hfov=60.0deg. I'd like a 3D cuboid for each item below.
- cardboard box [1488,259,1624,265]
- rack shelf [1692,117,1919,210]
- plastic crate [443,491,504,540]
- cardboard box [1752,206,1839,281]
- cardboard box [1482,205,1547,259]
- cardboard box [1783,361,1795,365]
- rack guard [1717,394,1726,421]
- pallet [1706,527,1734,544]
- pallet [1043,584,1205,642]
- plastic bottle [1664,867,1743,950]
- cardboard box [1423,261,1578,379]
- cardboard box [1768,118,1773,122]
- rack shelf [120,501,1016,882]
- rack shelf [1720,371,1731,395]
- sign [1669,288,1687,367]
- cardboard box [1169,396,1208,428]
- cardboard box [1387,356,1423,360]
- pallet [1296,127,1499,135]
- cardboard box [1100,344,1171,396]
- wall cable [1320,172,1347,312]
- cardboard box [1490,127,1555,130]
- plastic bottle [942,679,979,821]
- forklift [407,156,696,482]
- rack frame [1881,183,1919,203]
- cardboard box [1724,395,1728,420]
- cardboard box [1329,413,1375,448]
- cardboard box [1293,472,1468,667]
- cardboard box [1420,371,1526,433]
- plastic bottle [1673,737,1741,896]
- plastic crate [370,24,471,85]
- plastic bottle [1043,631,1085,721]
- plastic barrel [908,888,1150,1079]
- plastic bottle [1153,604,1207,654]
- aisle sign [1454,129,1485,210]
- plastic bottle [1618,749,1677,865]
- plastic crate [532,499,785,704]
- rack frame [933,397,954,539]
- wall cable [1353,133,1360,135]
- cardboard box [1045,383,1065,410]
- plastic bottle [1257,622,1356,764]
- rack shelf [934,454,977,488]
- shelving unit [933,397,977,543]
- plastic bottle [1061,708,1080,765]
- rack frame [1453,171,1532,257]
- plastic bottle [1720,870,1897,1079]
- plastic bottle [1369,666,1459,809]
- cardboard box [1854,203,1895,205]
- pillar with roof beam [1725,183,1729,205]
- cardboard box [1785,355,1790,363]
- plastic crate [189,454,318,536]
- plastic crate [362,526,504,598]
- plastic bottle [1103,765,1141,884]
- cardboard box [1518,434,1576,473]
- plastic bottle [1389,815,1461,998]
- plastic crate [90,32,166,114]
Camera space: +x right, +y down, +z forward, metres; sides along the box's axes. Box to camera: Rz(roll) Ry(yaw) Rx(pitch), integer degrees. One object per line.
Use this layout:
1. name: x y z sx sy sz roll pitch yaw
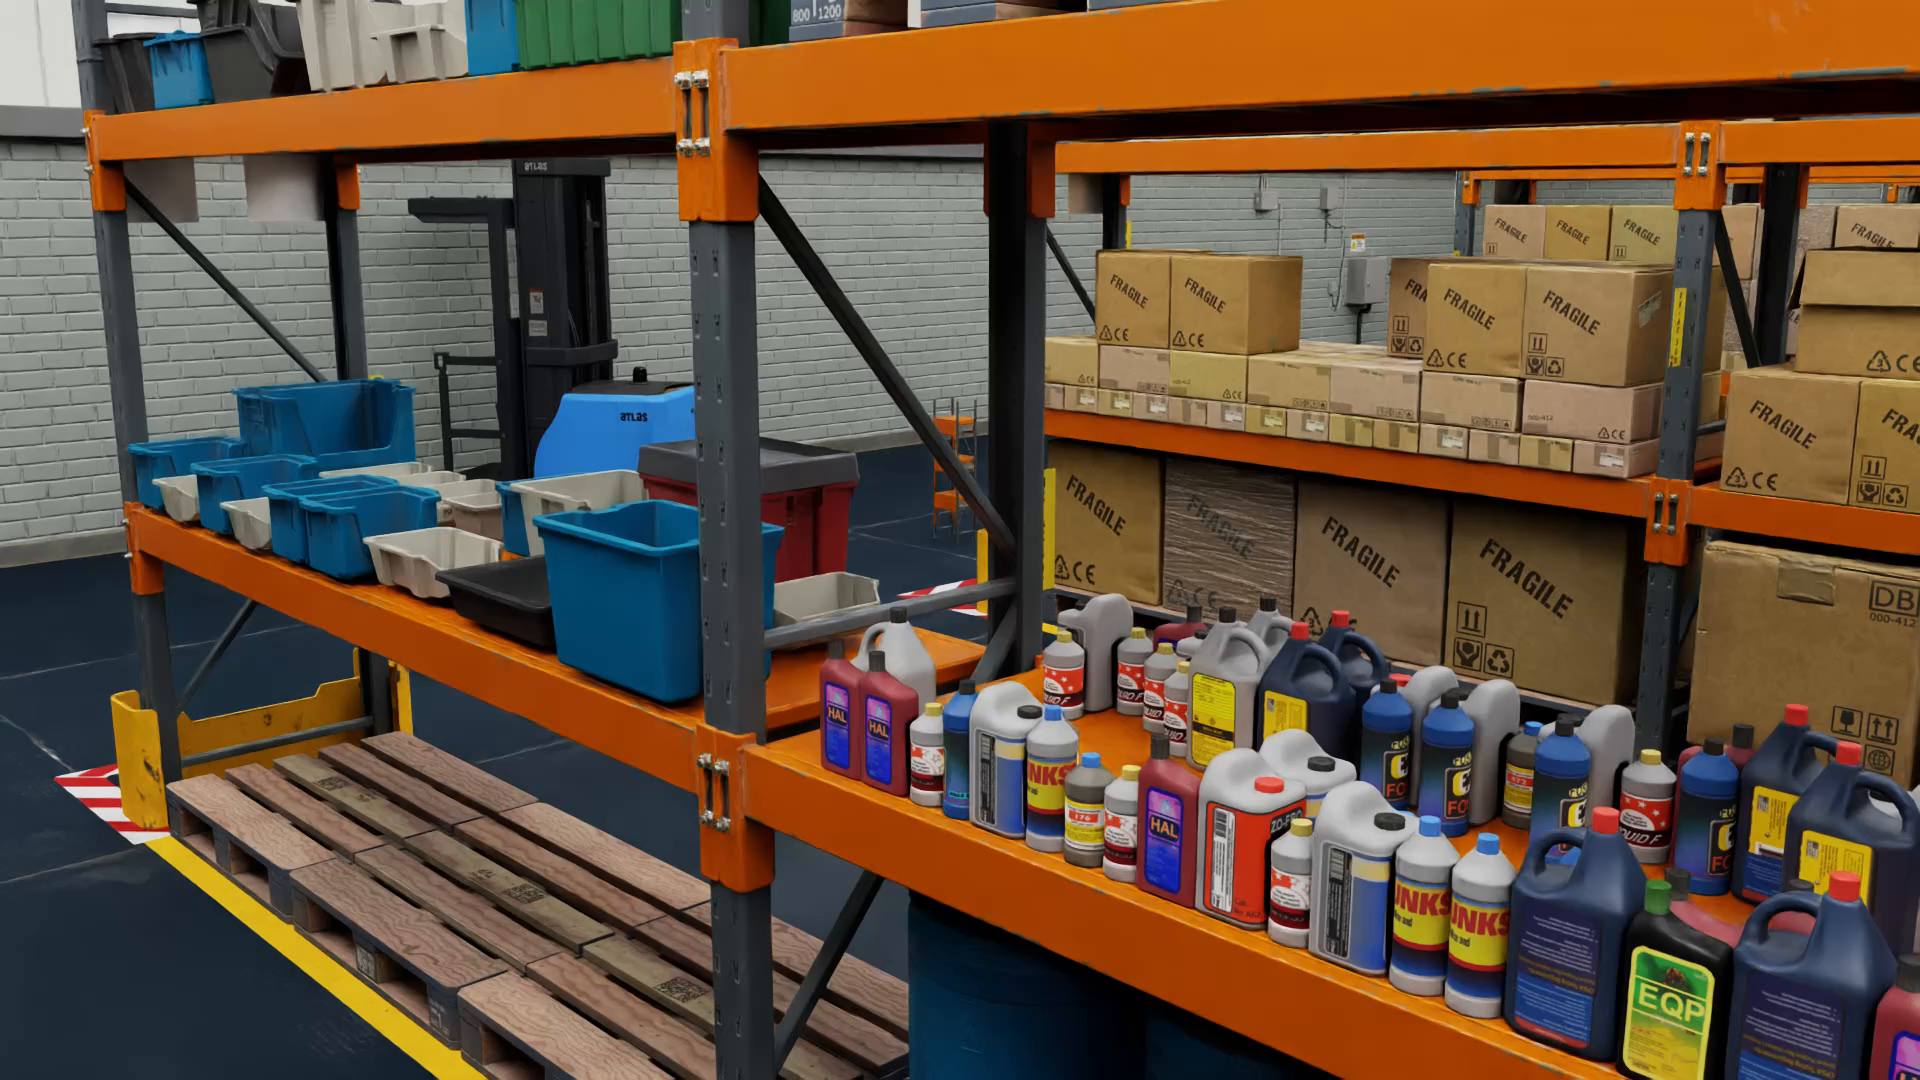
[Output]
1. cardboard box: 2.919 -1.121 8.195 0.500 0.500 0.500 -11 16 -43
2. rack shelf: 4.780 -1.328 5.773 1.077 0.370 4.000 -11 16 -43
3. plastic crate: -1.634 -0.081 5.875 0.298 0.136 0.250 -11 16 -43
4. cardboard box: 5.832 -2.046 11.446 0.500 0.500 0.500 -10 16 -41
5. cardboard box: 4.412 -2.345 12.898 0.500 0.500 0.500 -11 16 -43
6. cardboard box: 3.920 -0.522 7.263 0.500 0.500 0.500 -11 16 -42
7. rack guard: 7.788 -1.247 17.225 1.175 0.500 0.348 -11 16 -43
8. pallet: 5.720 -0.085 12.300 1.003 0.211 1.213 -11 16 -43
9. pallet: 1.246 0.385 10.021 1.003 0.211 1.213 -11 16 -43
10. plastic bottle: 1.026 0.607 2.322 0.061 0.283 0.133 -11 16 -43
11. cardboard box: 2.545 -1.046 7.831 0.500 0.500 0.500 -11 16 -42
12. cardboard box: 5.834 -2.758 11.301 0.500 0.250 0.500 -11 16 -43
13. rack shelf: -1.564 0.248 5.559 1.077 0.370 4.000 -11 16 -43
14. rack shelf: 5.675 -1.119 12.192 1.077 0.370 4.000 -11 16 -43
15. sign: 2.999 -0.888 6.948 0.100 0.325 0.005 -11 16 -43
16. cardboard box: 1.354 -0.716 9.077 0.380 0.149 0.250 -11 16 -44
17. cardboard box: 2.562 -0.828 8.633 0.500 0.250 0.500 -10 16 -41
18. pallet: 2.003 -2.228 8.576 1.003 0.211 1.213 -11 16 -43
19. cardboard box: 1.137 -0.976 9.352 0.500 0.250 0.500 -11 16 -43
20. wall cable: 4.911 -3.984 21.799 0.588 1.984 0.122 -11 16 -43
21. cardboard box: 4.419 -3.058 12.758 0.500 0.250 0.500 -10 15 -41
22. plastic bottle: 0.014 0.411 3.301 0.097 0.271 0.097 0 12 0
23. forklift: -3.536 -1.601 12.921 3.031 2.935 1.130 3 12 13
24. rack frame: 11.392 -3.160 20.316 1.000 3.000 0.127 -11 16 -43
25. cardboard box: 8.332 -1.336 16.772 0.875 0.438 0.875 11 16 43
26. cardboard box: 2.064 -0.566 8.349 0.380 0.149 0.250 -11 16 -43
27. cardboard box: 2.380 0.093 8.751 0.875 0.875 0.875 -11 16 -43
28. cardboard box: 2.545 -0.678 7.905 0.500 0.250 0.500 -10 15 -41
29. plastic bottle: 1.325 0.484 2.947 0.097 0.271 0.097 0 12 0
30. plastic crate: -1.337 -1.285 4.437 0.293 0.136 0.466 -11 16 -43
31. plastic bottle: 0.246 0.317 3.931 0.097 0.201 0.097 0 12 0
32. plastic barrel: 0.180 1.091 3.842 0.600 0.901 0.708 -11 16 -43
33. plastic bottle: 0.516 0.284 3.888 0.061 0.283 0.133 -11 16 -43
34. aisle sign: 4.027 -3.005 13.123 0.394 0.787 0.004 -11 16 -43
35. plastic bottle: 1.276 0.490 3.090 0.097 0.201 0.097 0 12 0
36. plastic crate: -0.752 0.145 4.165 0.392 0.384 0.575 -11 16 -43
37. rack frame: -0.121 -0.540 12.430 0.200 1.050 0.008 -11 16 -43
38. wall cable: 6.259 -6.702 22.550 2.988 3.039 0.133 -11 16 -43
39. cardboard box: 0.643 -0.866 9.804 0.380 0.149 0.250 -11 16 -42
40. plastic bottle: 0.712 0.347 3.416 0.144 0.351 0.185 -11 16 -43
41. rack shelf: -0.037 -0.512 12.346 0.215 0.259 0.240 -11 16 -43
42. shelving unit: -0.037 -0.522 12.343 0.215 1.050 0.252 -11 16 -43
43. plastic bottle: 0.191 0.438 3.342 0.097 0.201 0.097 0 12 0
44. rack frame: 4.294 -1.763 13.536 1.000 3.000 0.127 -11 16 -43
45. plastic bottle: 1.122 0.600 2.189 0.144 0.351 0.185 -11 16 -43
46. plastic bottle: 0.923 0.387 3.405 0.152 0.276 0.135 -11 16 -43
47. cardboard box: 8.593 -3.085 15.617 0.380 0.149 0.250 -11 16 -42
48. pillar with roof beam: 7.068 -6.017 19.318 9.100 9.000 0.400 -11 16 -43
49. cardboard box: 5.785 -1.256 11.698 0.380 0.149 0.250 -11 16 -43
50. plastic crate: -2.558 -0.166 6.050 0.416 0.233 0.300 -11 16 -43
51. plastic crate: -1.603 0.075 5.120 0.293 0.136 0.466 -11 16 -43
52. plastic bottle: 0.308 0.508 3.006 0.097 0.201 0.097 0 12 0
53. cardboard box: 2.773 -0.416 7.622 0.380 0.149 0.250 -10 16 -41
54. plastic bottle: 0.721 0.561 2.576 0.097 0.271 0.097 0 12 0
55. plastic crate: -2.881 -1.707 6.152 0.497 0.269 0.590 -11 16 -43
